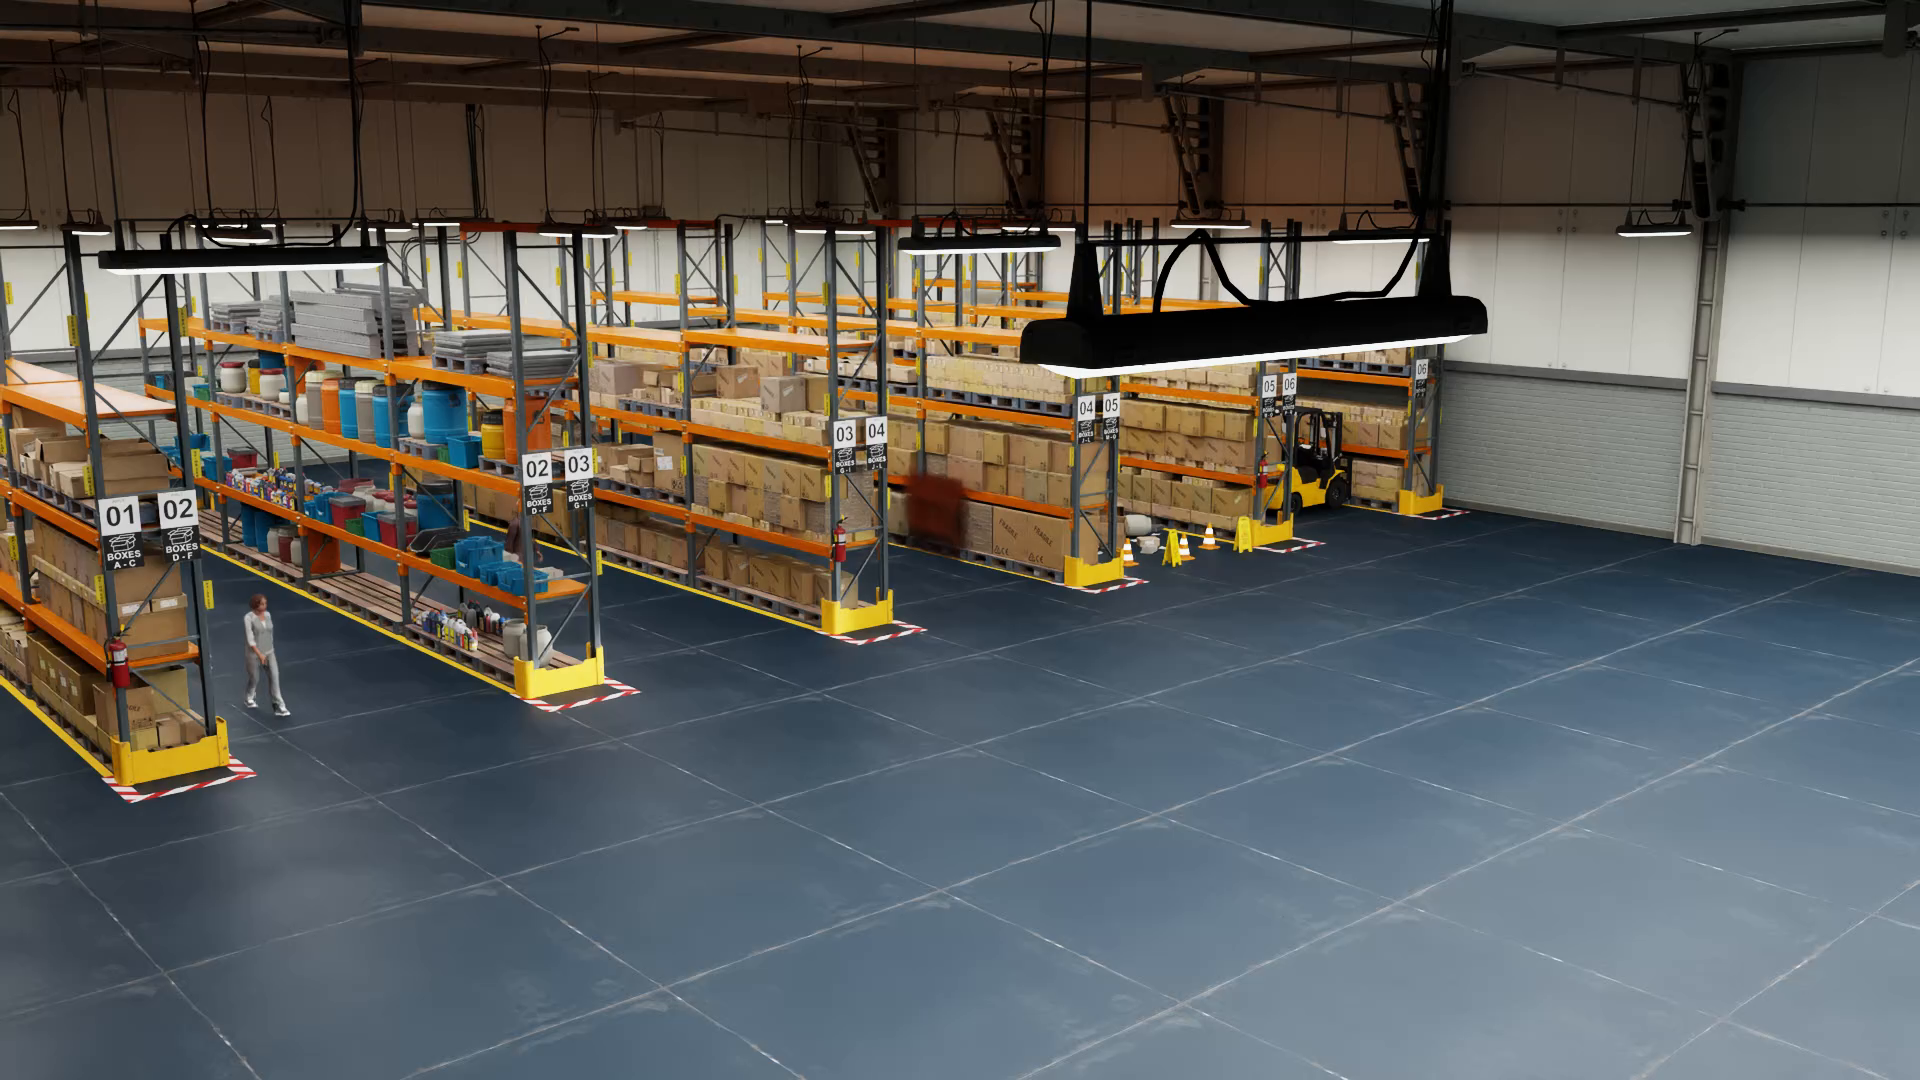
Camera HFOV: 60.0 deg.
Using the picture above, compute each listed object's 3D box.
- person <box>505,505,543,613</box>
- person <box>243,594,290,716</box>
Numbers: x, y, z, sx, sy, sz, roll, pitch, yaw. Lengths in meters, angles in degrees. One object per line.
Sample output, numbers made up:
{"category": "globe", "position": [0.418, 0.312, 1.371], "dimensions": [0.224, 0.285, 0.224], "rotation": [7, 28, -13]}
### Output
{"category": "person", "position": [-6.876, 0.290, 26.045], "dimensions": [0.592, 1.844, 0.628], "rotation": [5, 12, 21]}
{"category": "person", "position": [-8.742, 1.421, 20.889], "dimensions": [0.968, 1.520, 0.405], "rotation": [9, 15, 39]}
